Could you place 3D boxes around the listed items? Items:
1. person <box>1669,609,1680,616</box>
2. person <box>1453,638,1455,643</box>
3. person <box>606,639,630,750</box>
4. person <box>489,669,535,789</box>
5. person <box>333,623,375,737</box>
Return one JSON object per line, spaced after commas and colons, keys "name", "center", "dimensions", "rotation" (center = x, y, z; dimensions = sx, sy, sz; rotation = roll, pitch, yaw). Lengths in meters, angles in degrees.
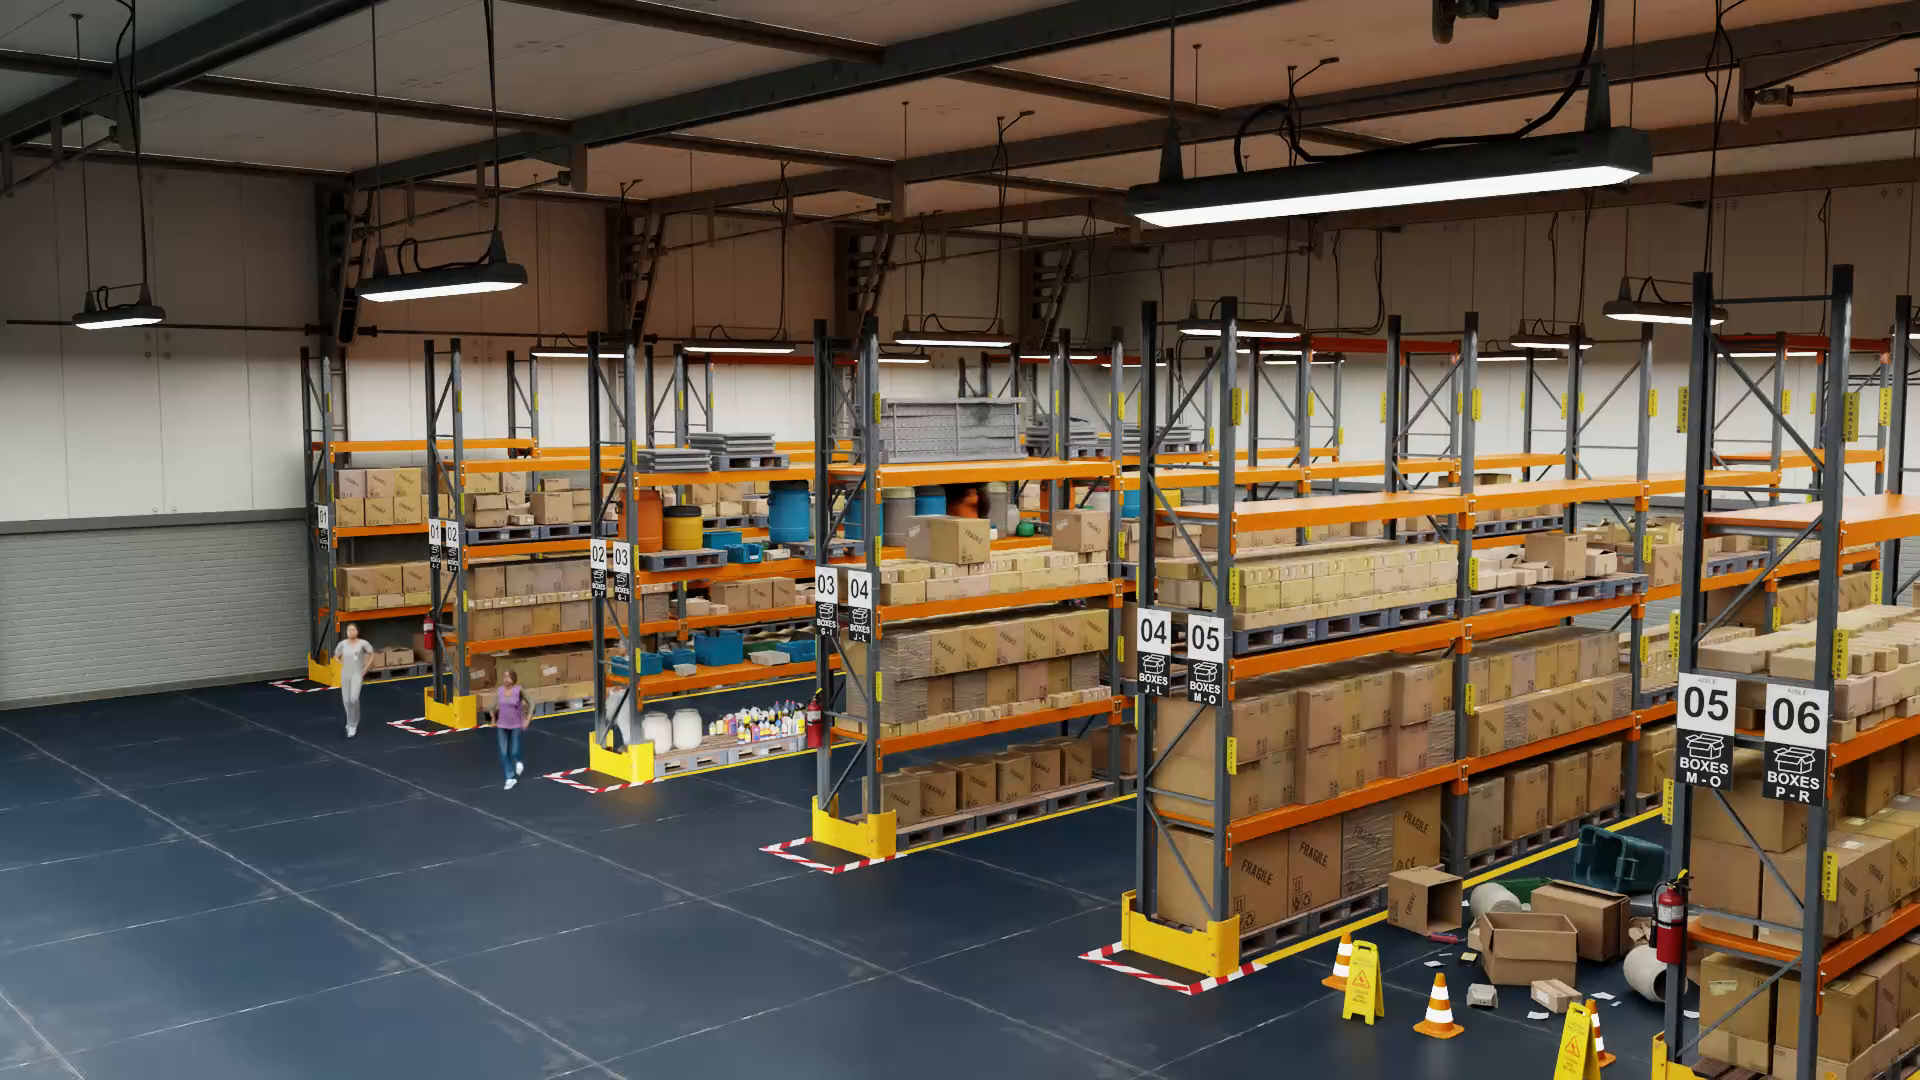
{"name": "person", "center": [11.235, 1.971, 26.161], "dimensions": [0.760, 1.784, 0.650], "rotation": [-5, 7, -44]}
{"name": "person", "center": [7.333, 2.173, 24.497], "dimensions": [0.592, 1.729, 0.684], "rotation": [5, 7, 44]}
{"name": "person", "center": [-4.894, 2.241, 24.124], "dimensions": [0.607, 1.624, 0.547], "rotation": [4, 6, 37]}
{"name": "person", "center": [-5.913, 2.474, 21.942], "dimensions": [0.598, 1.574, 0.581], "rotation": [0, 5, -1]}
{"name": "person", "center": [-9.234, 2.108, 25.292], "dimensions": [0.571, 1.706, 0.635], "rotation": [0, 5, -1]}
